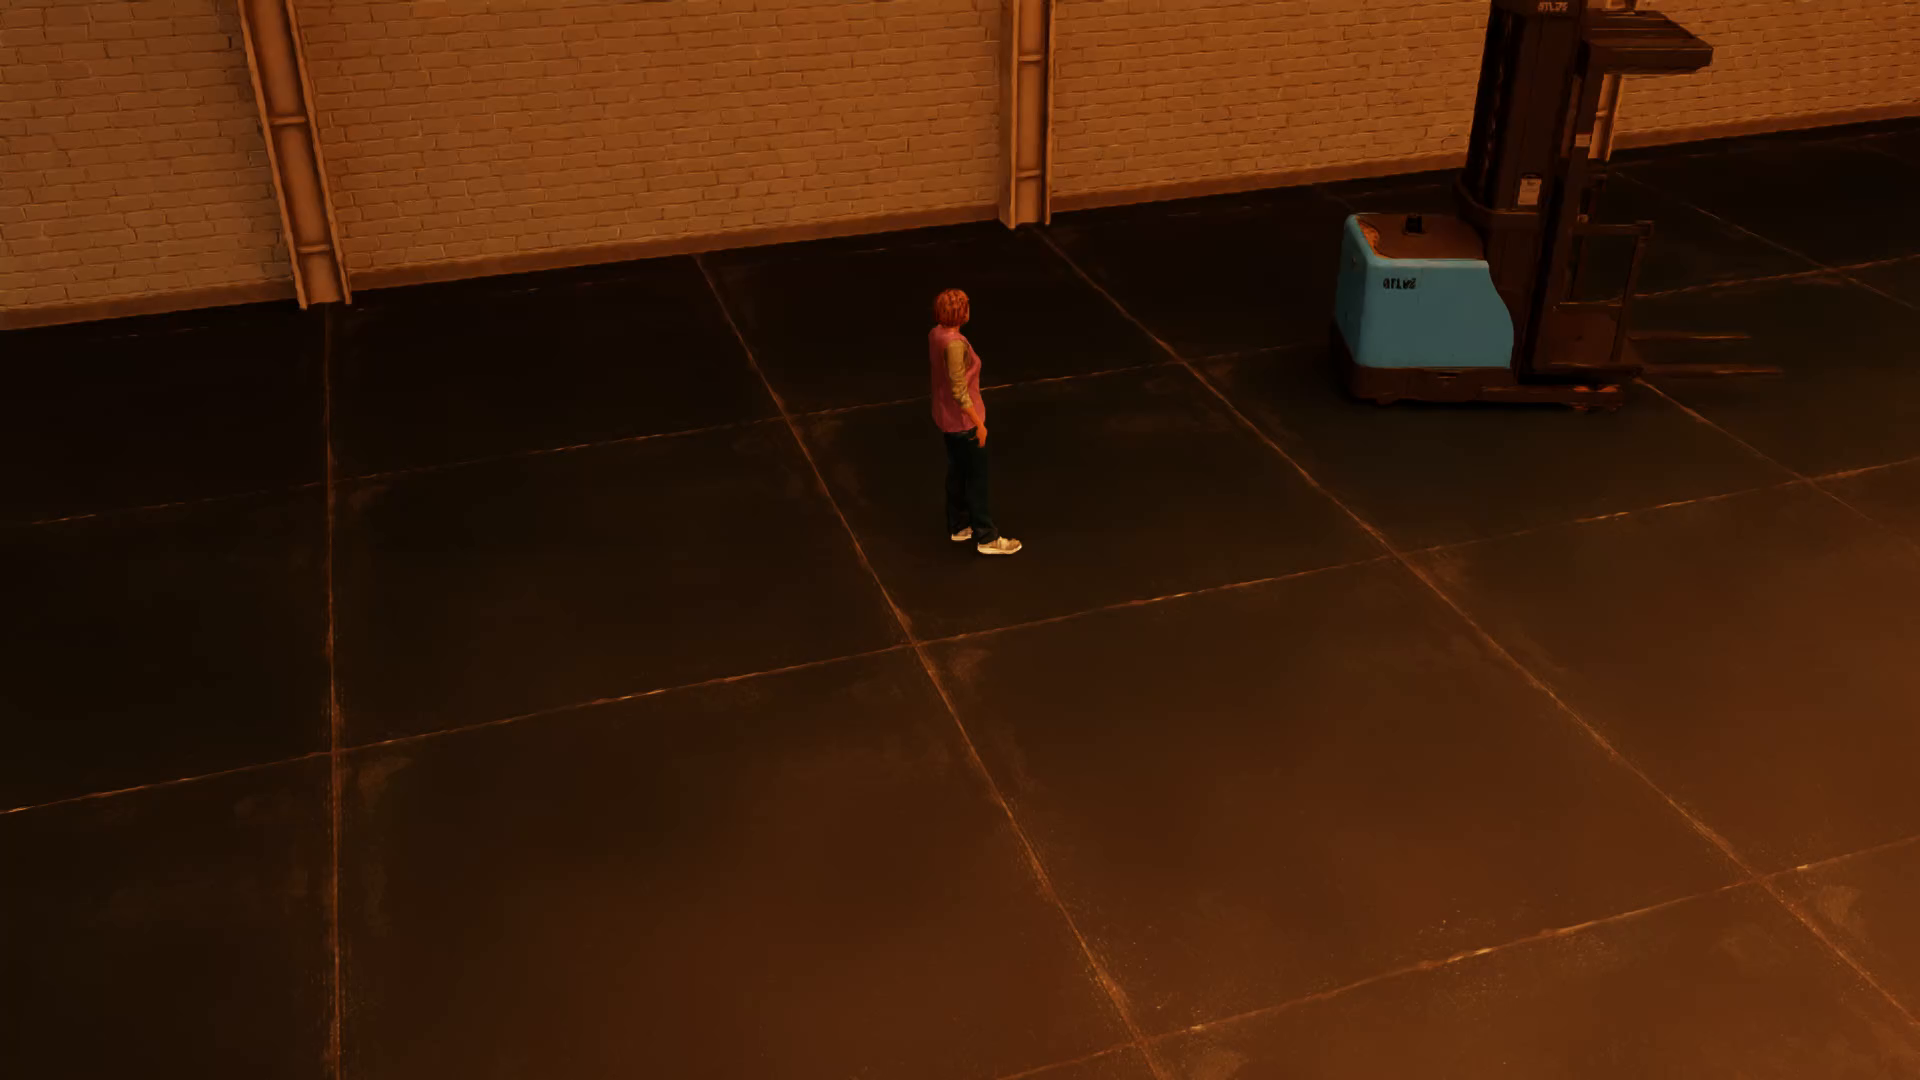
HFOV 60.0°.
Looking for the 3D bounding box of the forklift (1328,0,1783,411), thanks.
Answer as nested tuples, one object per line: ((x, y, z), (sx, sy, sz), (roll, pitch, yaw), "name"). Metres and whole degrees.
((4.254, -2.439, 11.327), (3.031, 2.935, 1.130), (1, 30, 1), "forklift")

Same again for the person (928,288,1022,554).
((0.075, -0.703, 9.633), (0.474, 1.597, 0.520), (-10, 31, -16), "person")
